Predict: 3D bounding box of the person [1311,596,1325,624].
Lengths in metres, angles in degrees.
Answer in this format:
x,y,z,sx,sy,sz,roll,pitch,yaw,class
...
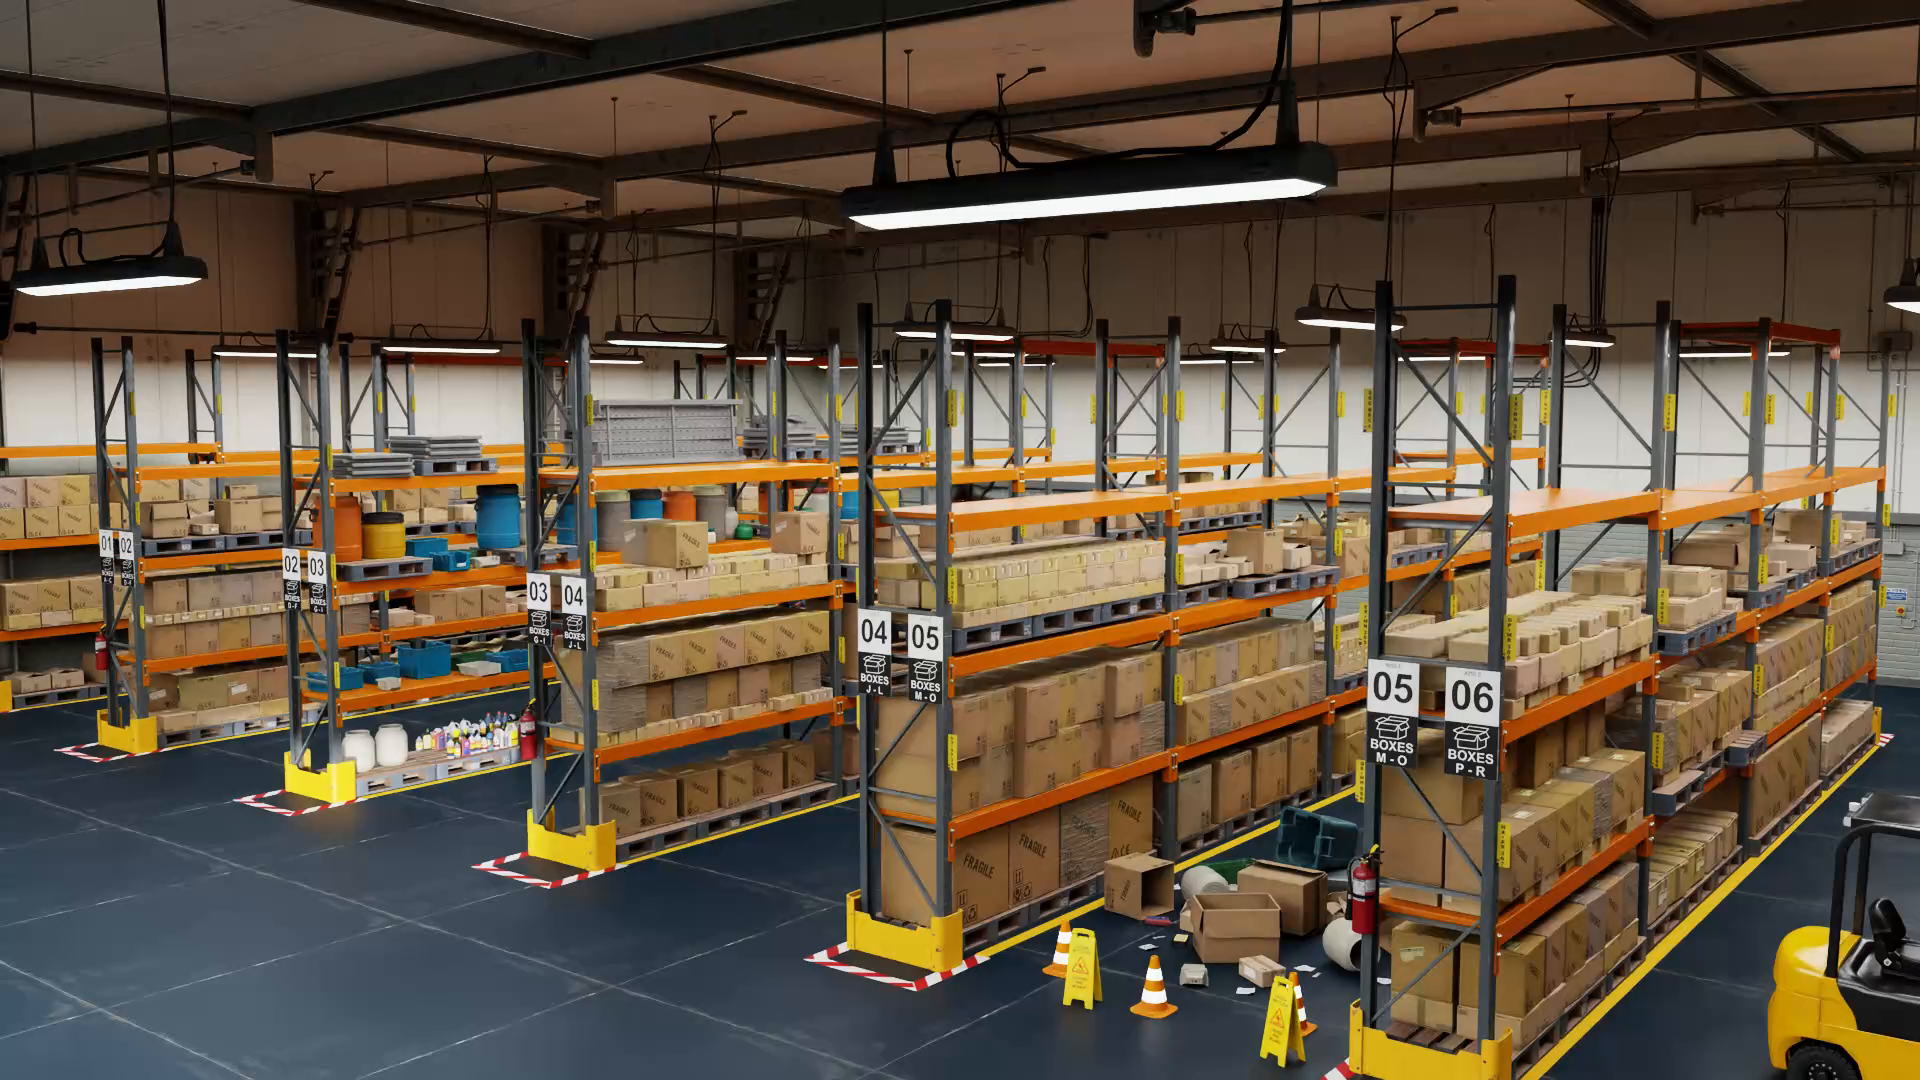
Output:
x,y,z,sx,sy,sz,roll,pitch,yaw,class
6.748,1.626,31.121,0.401,1.691,0.511,-2,5,-20,person
